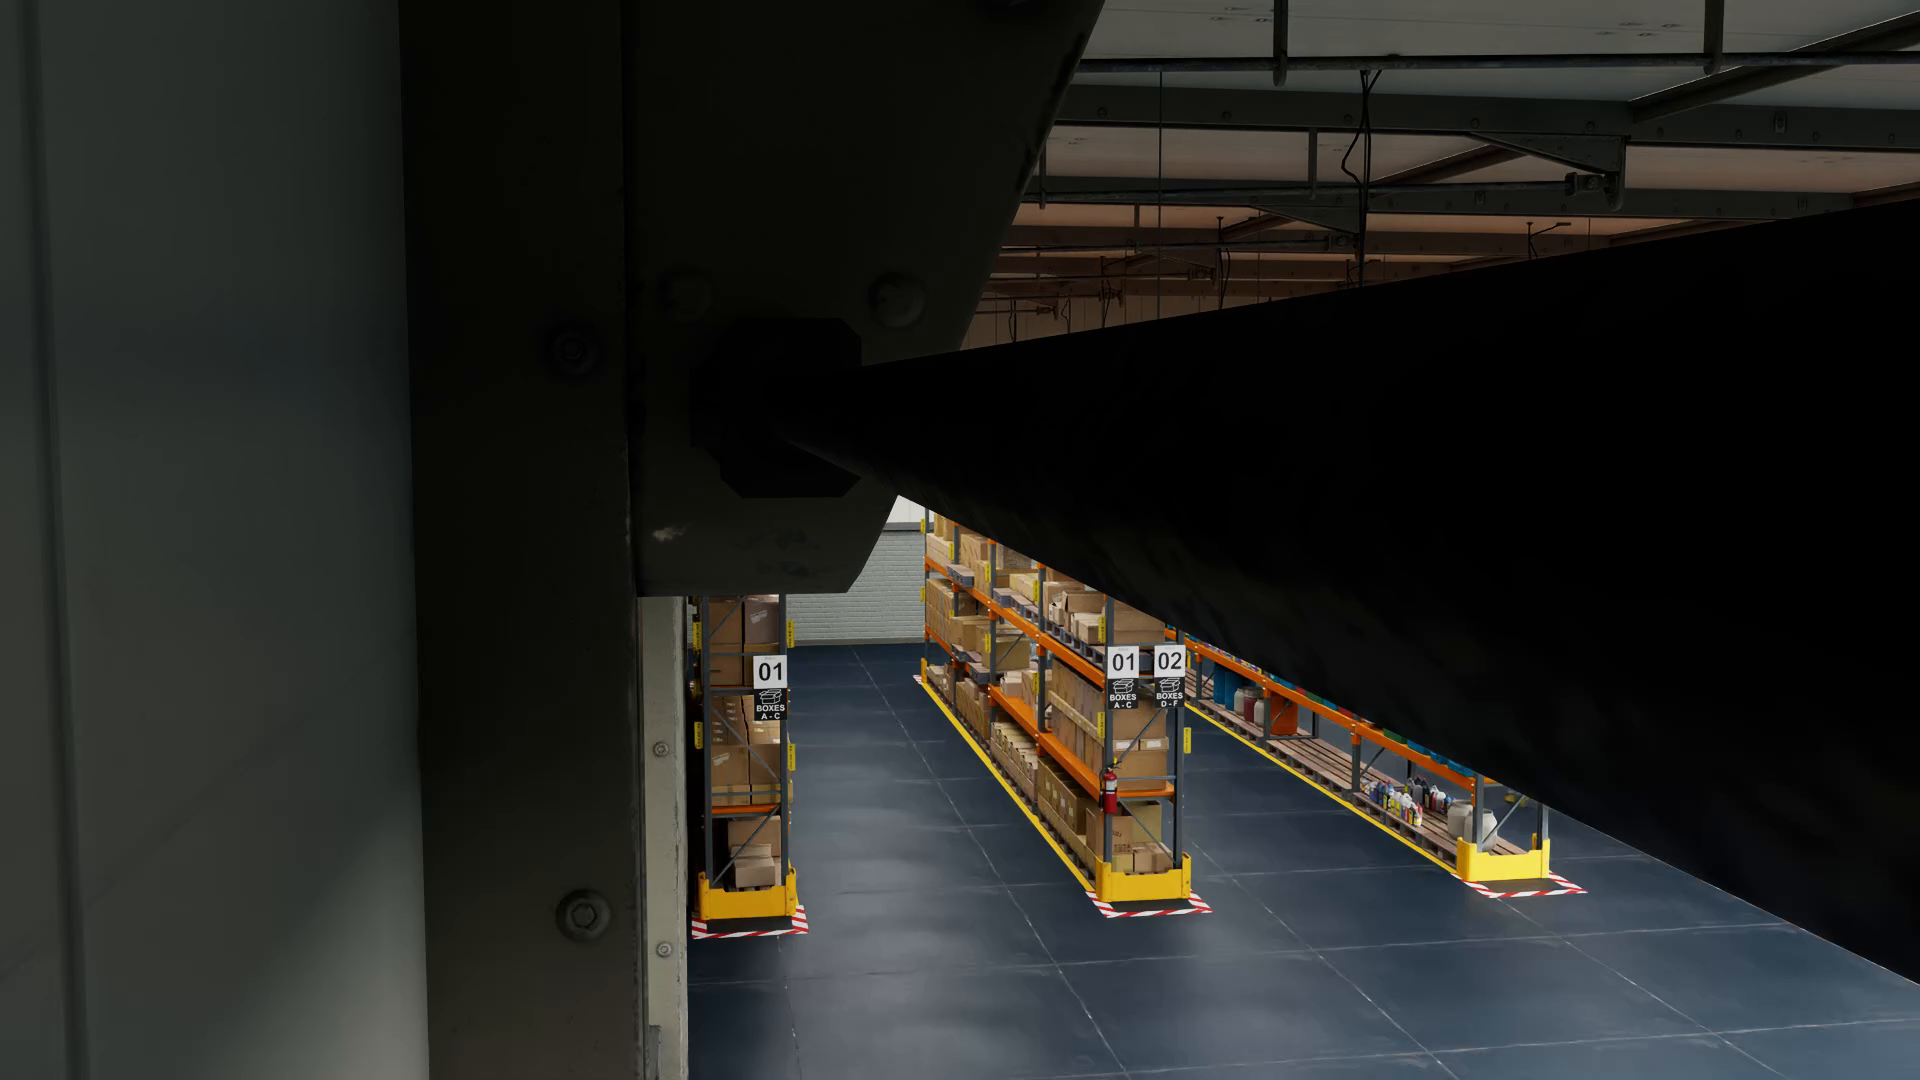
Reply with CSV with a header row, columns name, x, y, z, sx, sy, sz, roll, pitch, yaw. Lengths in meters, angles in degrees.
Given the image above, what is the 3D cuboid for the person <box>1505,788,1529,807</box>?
name,x,y,z,sx,sy,sz,roll,pitch,yaw
person,8.591,3.181,25.767,0.455,1.779,0.666,-3,6,-29

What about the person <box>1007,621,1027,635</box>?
name,x,y,z,sx,sy,sz,roll,pitch,yaw
person,1.403,2.013,39.125,0.573,1.803,0.494,3,6,32

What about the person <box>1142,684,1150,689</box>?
name,x,y,z,sx,sy,sz,roll,pitch,yaw
person,3.621,2.563,33.912,0.916,1.535,0.532,5,7,44
